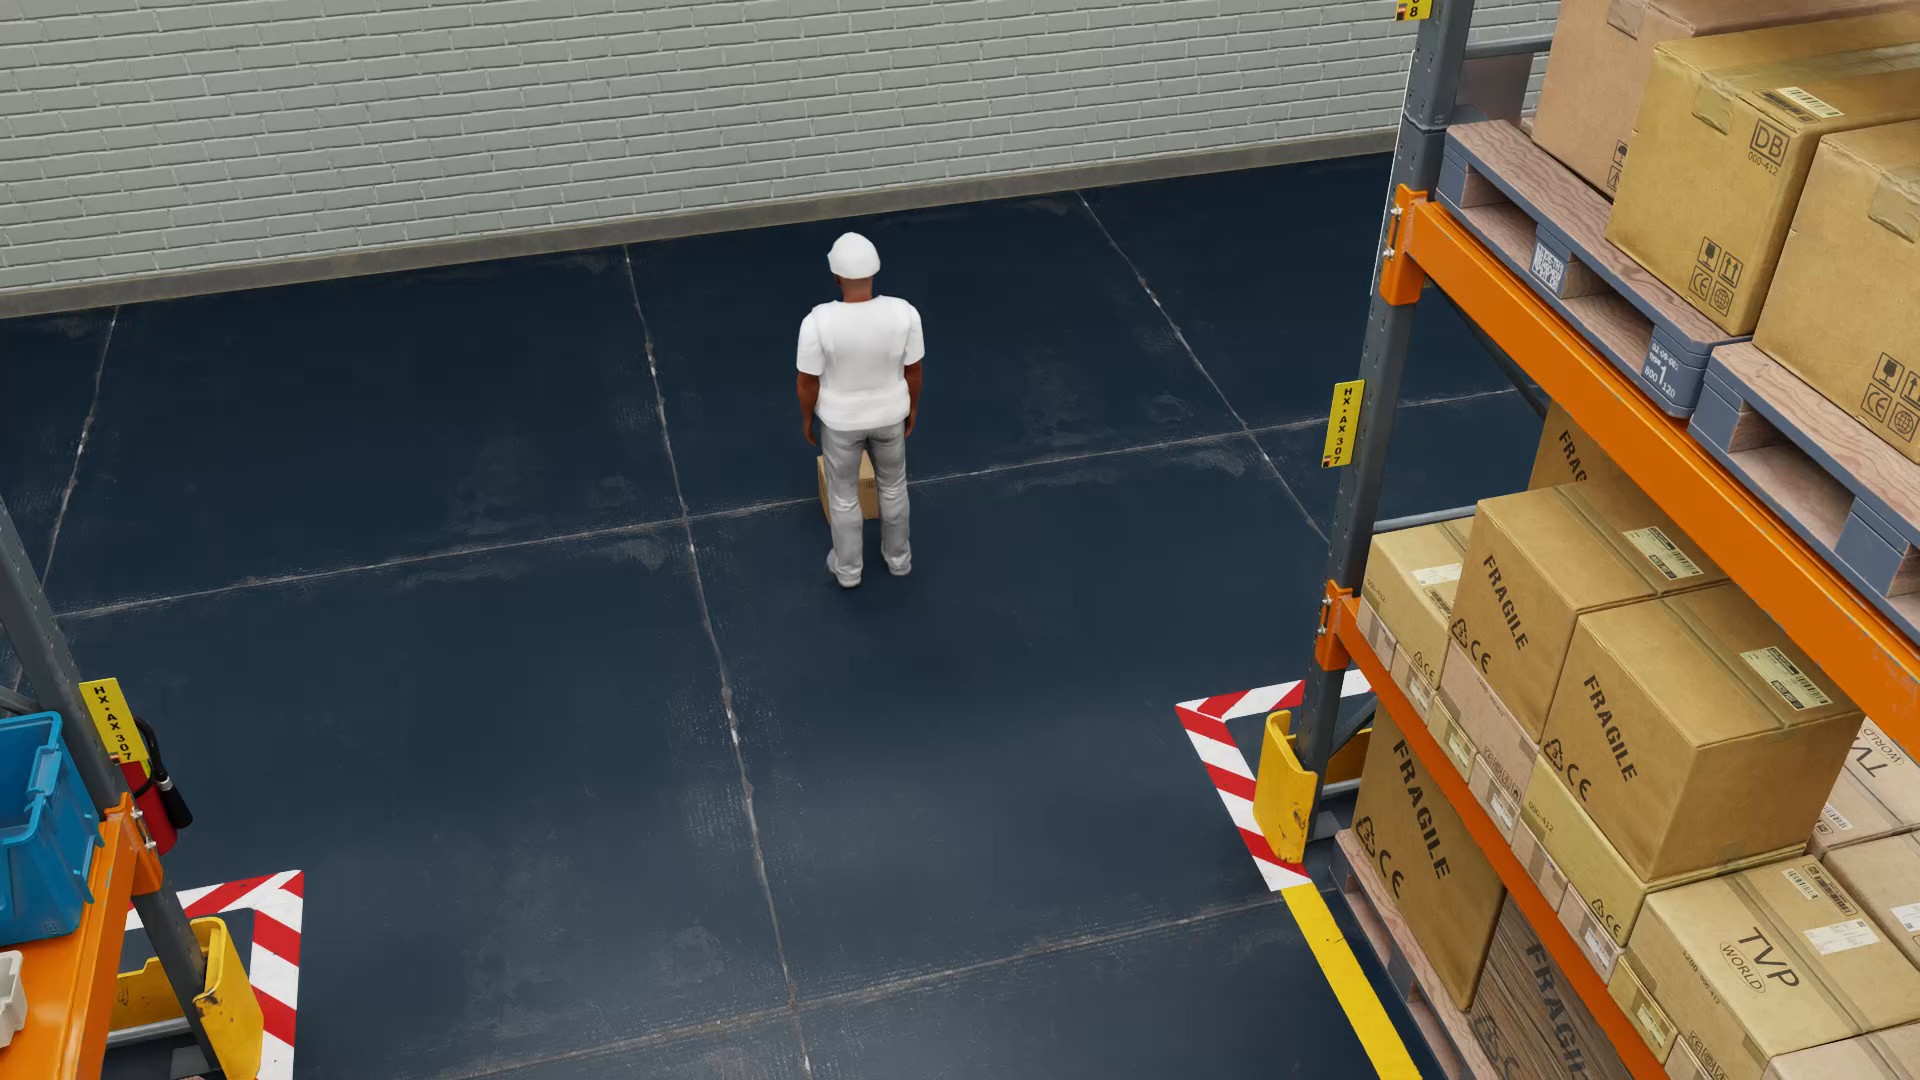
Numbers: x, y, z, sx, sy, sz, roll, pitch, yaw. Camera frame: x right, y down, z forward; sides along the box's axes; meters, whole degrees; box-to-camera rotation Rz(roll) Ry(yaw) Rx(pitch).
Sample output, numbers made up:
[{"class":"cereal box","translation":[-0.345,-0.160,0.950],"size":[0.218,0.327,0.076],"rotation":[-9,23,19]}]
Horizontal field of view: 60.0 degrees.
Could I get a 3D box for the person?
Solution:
[{"class":"person","translation":[-0.443,-0.565,7.433],"size":[0.563,1.776,0.364],"rotation":[-9,39,-11]}]
